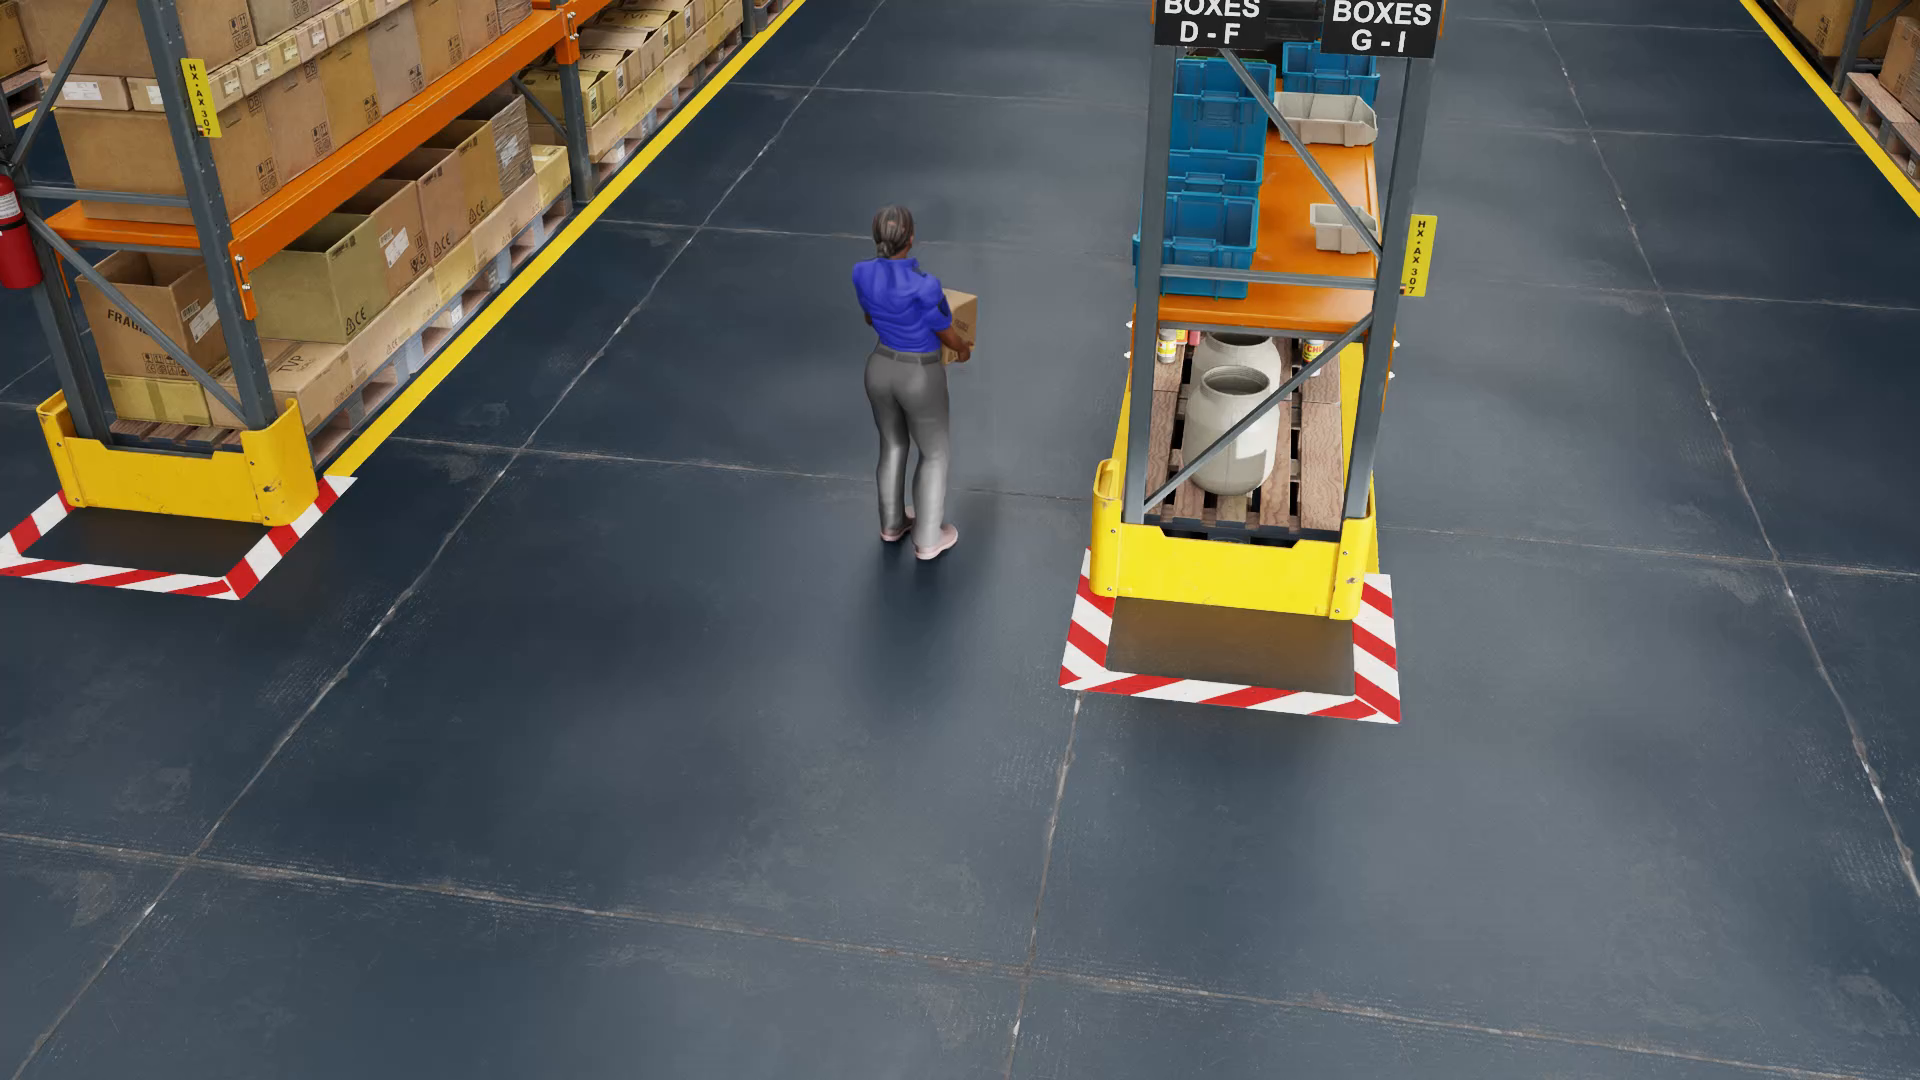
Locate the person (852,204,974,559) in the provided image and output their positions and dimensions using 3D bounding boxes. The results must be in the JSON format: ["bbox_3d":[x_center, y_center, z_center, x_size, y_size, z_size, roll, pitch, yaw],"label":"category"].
[{"bbox_3d":[-0.187,-0.721,7.280,0.451,1.651,0.515,18,37,25],"label":"person"}]
